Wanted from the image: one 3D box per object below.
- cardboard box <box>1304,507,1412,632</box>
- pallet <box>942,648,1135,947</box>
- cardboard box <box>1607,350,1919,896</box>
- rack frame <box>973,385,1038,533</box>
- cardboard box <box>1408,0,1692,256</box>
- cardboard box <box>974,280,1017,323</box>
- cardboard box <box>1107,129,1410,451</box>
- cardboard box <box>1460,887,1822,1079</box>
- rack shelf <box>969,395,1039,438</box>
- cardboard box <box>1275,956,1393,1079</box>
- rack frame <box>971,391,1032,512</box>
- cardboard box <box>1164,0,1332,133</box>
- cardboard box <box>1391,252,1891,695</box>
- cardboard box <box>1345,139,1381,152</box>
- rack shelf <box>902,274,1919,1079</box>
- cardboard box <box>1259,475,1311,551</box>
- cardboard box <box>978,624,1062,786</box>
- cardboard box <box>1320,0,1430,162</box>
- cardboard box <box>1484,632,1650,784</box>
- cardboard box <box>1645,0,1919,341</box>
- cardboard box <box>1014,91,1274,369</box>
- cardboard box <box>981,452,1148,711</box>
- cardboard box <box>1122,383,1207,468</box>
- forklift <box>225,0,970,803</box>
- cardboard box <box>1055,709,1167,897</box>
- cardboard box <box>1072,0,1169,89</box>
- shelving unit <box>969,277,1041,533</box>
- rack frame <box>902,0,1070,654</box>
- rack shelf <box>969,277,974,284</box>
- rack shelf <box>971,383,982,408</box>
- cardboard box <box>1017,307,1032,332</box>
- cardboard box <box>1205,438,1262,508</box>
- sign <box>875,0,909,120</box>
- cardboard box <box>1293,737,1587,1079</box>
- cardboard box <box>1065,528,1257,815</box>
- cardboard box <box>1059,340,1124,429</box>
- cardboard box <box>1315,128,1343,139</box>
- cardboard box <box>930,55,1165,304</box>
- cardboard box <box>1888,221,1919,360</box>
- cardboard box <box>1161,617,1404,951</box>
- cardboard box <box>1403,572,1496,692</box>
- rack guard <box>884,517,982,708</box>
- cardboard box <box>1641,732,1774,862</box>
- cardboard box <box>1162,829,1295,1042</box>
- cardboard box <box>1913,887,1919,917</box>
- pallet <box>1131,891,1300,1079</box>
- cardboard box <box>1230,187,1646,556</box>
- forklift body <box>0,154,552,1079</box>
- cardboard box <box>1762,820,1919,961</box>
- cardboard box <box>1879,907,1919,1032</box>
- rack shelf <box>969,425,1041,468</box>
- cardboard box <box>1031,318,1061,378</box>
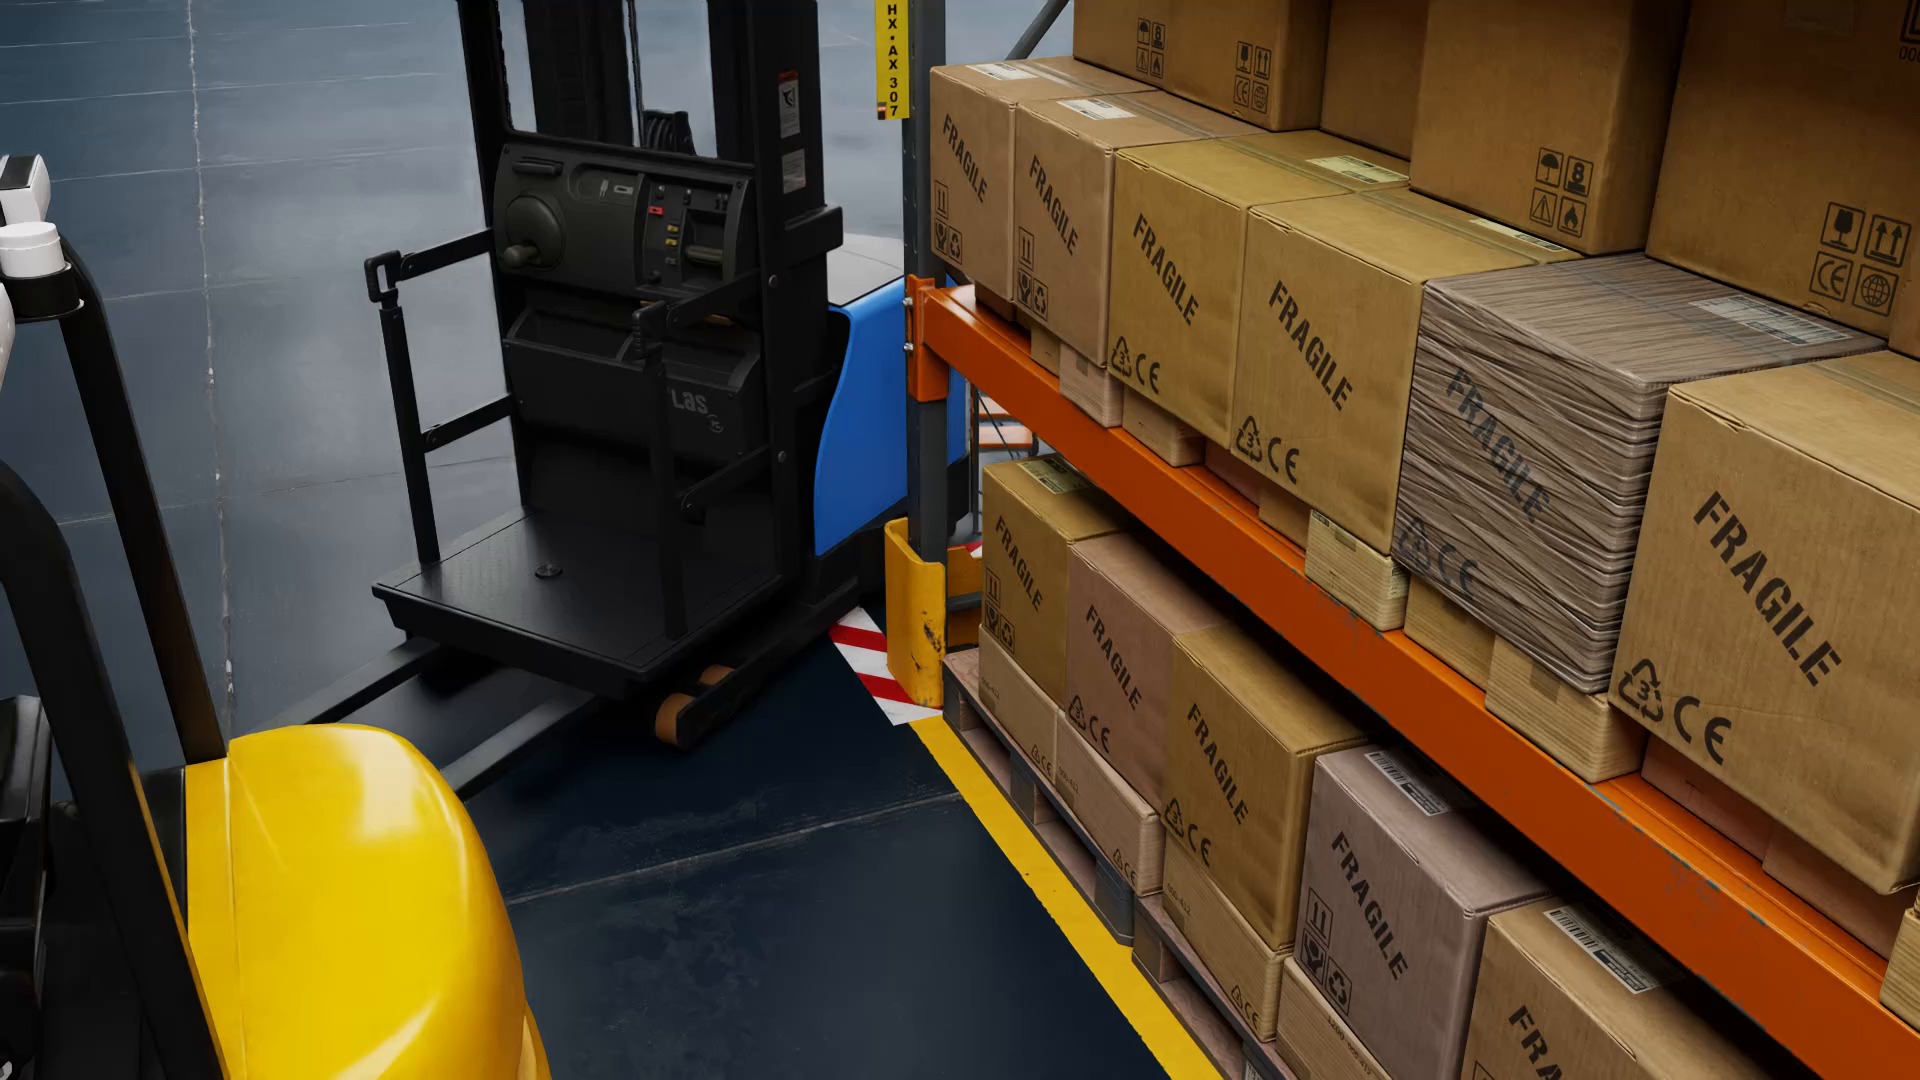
[{"bbox_3d":[0.871,0.018,3.080,0.380,0.149,0.250,-10,28,-20],"label":"cardboard box"},{"bbox_3d":[0.634,0.601,4.778,1.003,0.211,1.213,-11,28,-21],"label":"pallet"},{"bbox_3d":[1.274,0.077,2.221,0.500,0.500,0.500,-10,28,-19],"label":"cardboard box"},{"bbox_3d":[0.170,-0.570,6.049,0.240,1.200,0.006,-1,26,-2],"label":"rack frame"},{"bbox_3d":[1.272,-0.856,2.993,0.700,0.500,0.500,-11,28,-21],"label":"cardboard box"},{"bbox_3d":[0.261,-0.731,4.614,0.380,0.149,0.250,-10,28,-20],"label":"cardboard box"},{"bbox_3d":[0.655,-0.542,3.488,0.500,0.500,0.500,-11,28,-22],"label":"cardboard box"},{"bbox_3d":[1.205,0.911,2.767,0.500,0.500,0.500,-10,28,-20],"label":"cardboard box"},{"bbox_3d":[0.166,-0.462,6.203,0.258,0.103,0.180,-1,26,-2],"label":"rack shelf"},{"bbox_3d":[0.993,1.034,3.370,0.500,0.250,0.500,-10,28,-20],"label":"cardboard box"},{"bbox_3d":[0.163,-0.650,6.213,0.240,1.200,0.006,-1,26,-2],"label":"rack frame"},{"bbox_3d":[0.910,-1.270,3.840,0.700,0.500,0.500,-10,28,-20],"label":"cardboard box"},{"bbox_3d":[1.067,-0.132,2.649,0.500,0.500,0.500,-10,28,-19],"label":"cardboard box"},{"bbox_3d":[1.169,-0.618,3.643,0.500,0.500,0.500,-11,28,-21],"label":"cardboard box"},{"bbox_3d":[1.101,0.114,3.417,1.077,0.370,4.000,-11,28,-21],"label":"rack shelf"},{"bbox_3d":[0.826,-0.093,3.309,0.380,0.149,0.250,-11,28,-22],"label":"cardboard box"},{"bbox_3d":[0.380,0.404,4.660,0.500,0.250,0.500,-11,28,-21],"label":"cardboard box"},{"bbox_3d":[1.205,-1.082,3.454,0.700,0.500,0.500,-11,28,-21],"label":"cardboard box"},{"bbox_3d":[1.077,0.224,2.658,0.380,0.149,0.250,-11,28,-21],"label":"cardboard box"},{"bbox_3d":[1.560,-0.662,2.594,0.700,0.500,0.500,-11,28,-22],"label":"cardboard box"},{"bbox_3d":[0.454,-0.747,3.909,0.500,0.500,0.500,-10,28,-19],"label":"cardboard box"},{"bbox_3d":[0.389,0.076,4.476,0.500,0.500,0.500,-12,28,-22],"label":"cardboard box"},{"bbox_3d":[0.591,-0.301,3.734,0.380,0.149,0.250,-10,28,-19],"label":"cardboard box"},{"bbox_3d":[-1.127,-0.921,4.796,1.130,2.935,3.031,14,29,26],"label":"forklift"},{"bbox_3d":[0.573,0.611,4.235,0.500,0.250,0.500,-10,28,-19],"label":"cardboard box"},{"bbox_3d":[0.719,-1.476,4.261,0.700,0.500,0.500,-11,28,-22],"label":"cardboard box"},{"bbox_3d":[0.166,-0.610,6.131,0.258,1.200,0.189,-1,26,-2],"label":"shelving unit"},{"bbox_3d":[0.318,-1.016,4.913,1.000,3.000,0.127,-11,28,-21],"label":"rack frame"},{"bbox_3d":[0.167,-0.893,5.993,0.258,0.103,0.180,-1,26,-2],"label":"rack shelf"},{"bbox_3d":[0.166,-0.570,6.151,0.258,0.103,0.180,-1,26,-2],"label":"rack shelf"},{"bbox_3d":[0.373,-0.631,4.410,0.380,0.149,0.250,-10,28,-20],"label":"cardboard box"},{"bbox_3d":[0.750,-0.205,3.537,0.380,0.149,0.250,-10,28,-19],"label":"cardboard box"},{"bbox_3d":[-0.181,-1.312,4.532,0.100,0.325,0.005,-11,28,-21],"label":"sign"},{"bbox_3d":[1.004,0.705,3.188,0.500,0.500,0.500,-9,27,-18],"label":"cardboard box"},{"bbox_3d":[0.598,0.287,4.045,0.500,0.500,0.500,-12,28,-23],"label":"cardboard box"},{"bbox_3d":[0.459,-0.400,3.937,0.380,0.149,0.250,-10,28,-20],"label":"cardboard box"},{"bbox_3d":[0.976,-0.820,4.058,0.500,0.500,0.500,-11,28,-20],"label":"cardboard box"},{"bbox_3d":[0.248,-0.956,4.336,0.500,0.500,0.500,-11,28,-21],"label":"cardboard box"},{"bbox_3d":[1.732,-0.454,2.169,0.700,0.500,0.500,-10,28,-20],"label":"cardboard box"},{"bbox_3d":[0.787,0.490,3.627,0.500,0.500,0.500,-10,28,-20],"label":"cardboard box"},{"bbox_3d":[1.005,0.116,2.880,0.380,0.149,0.250,-11,28,-22],"label":"cardboard box"},{"bbox_3d":[0.348,0.138,5.398,1.175,0.500,0.348,-11,28,-21],"label":"rack guard"},{"bbox_3d":[1.259,0.313,2.477,0.380,0.149,0.250,-11,28,-21],"label":"cardboard box"},{"bbox_3d":[0.798,0.829,3.788,0.500,0.250,0.500,-9,27,-17],"label":"cardboard box"},{"bbox_3d":[1.482,0.283,1.798,0.500,0.500,0.500,-11,28,-22],"label":"cardboard box"},{"bbox_3d":[1.107,1.093,3.770,1.003,0.211,1.213,-11,28,-21],"label":"pallet"},{"bbox_3d":[0.862,-0.338,3.071,0.500,0.500,0.500,-11,28,-22],"label":"cardboard box"},{"bbox_3d":[-1.826,0.672,2.423,2.313,2.155,1.214,-11,28,-21],"label":"forklift body"},{"bbox_3d":[1.344,0.416,2.266,0.380,0.149,0.250,-10,28,-20],"label":"cardboard box"},{"bbox_3d":[1.374,0.534,2.023,0.380,0.149,0.250,-10,28,-19],"label":"cardboard box"},{"bbox_3d":[0.166,-0.354,6.256,0.258,0.103,0.180,-1,26,-2],"label":"rack shelf"},{"bbox_3d":[0.402,-0.510,4.162,0.380,0.149,0.250,-12,28,-22],"label":"cardboard box"}]
